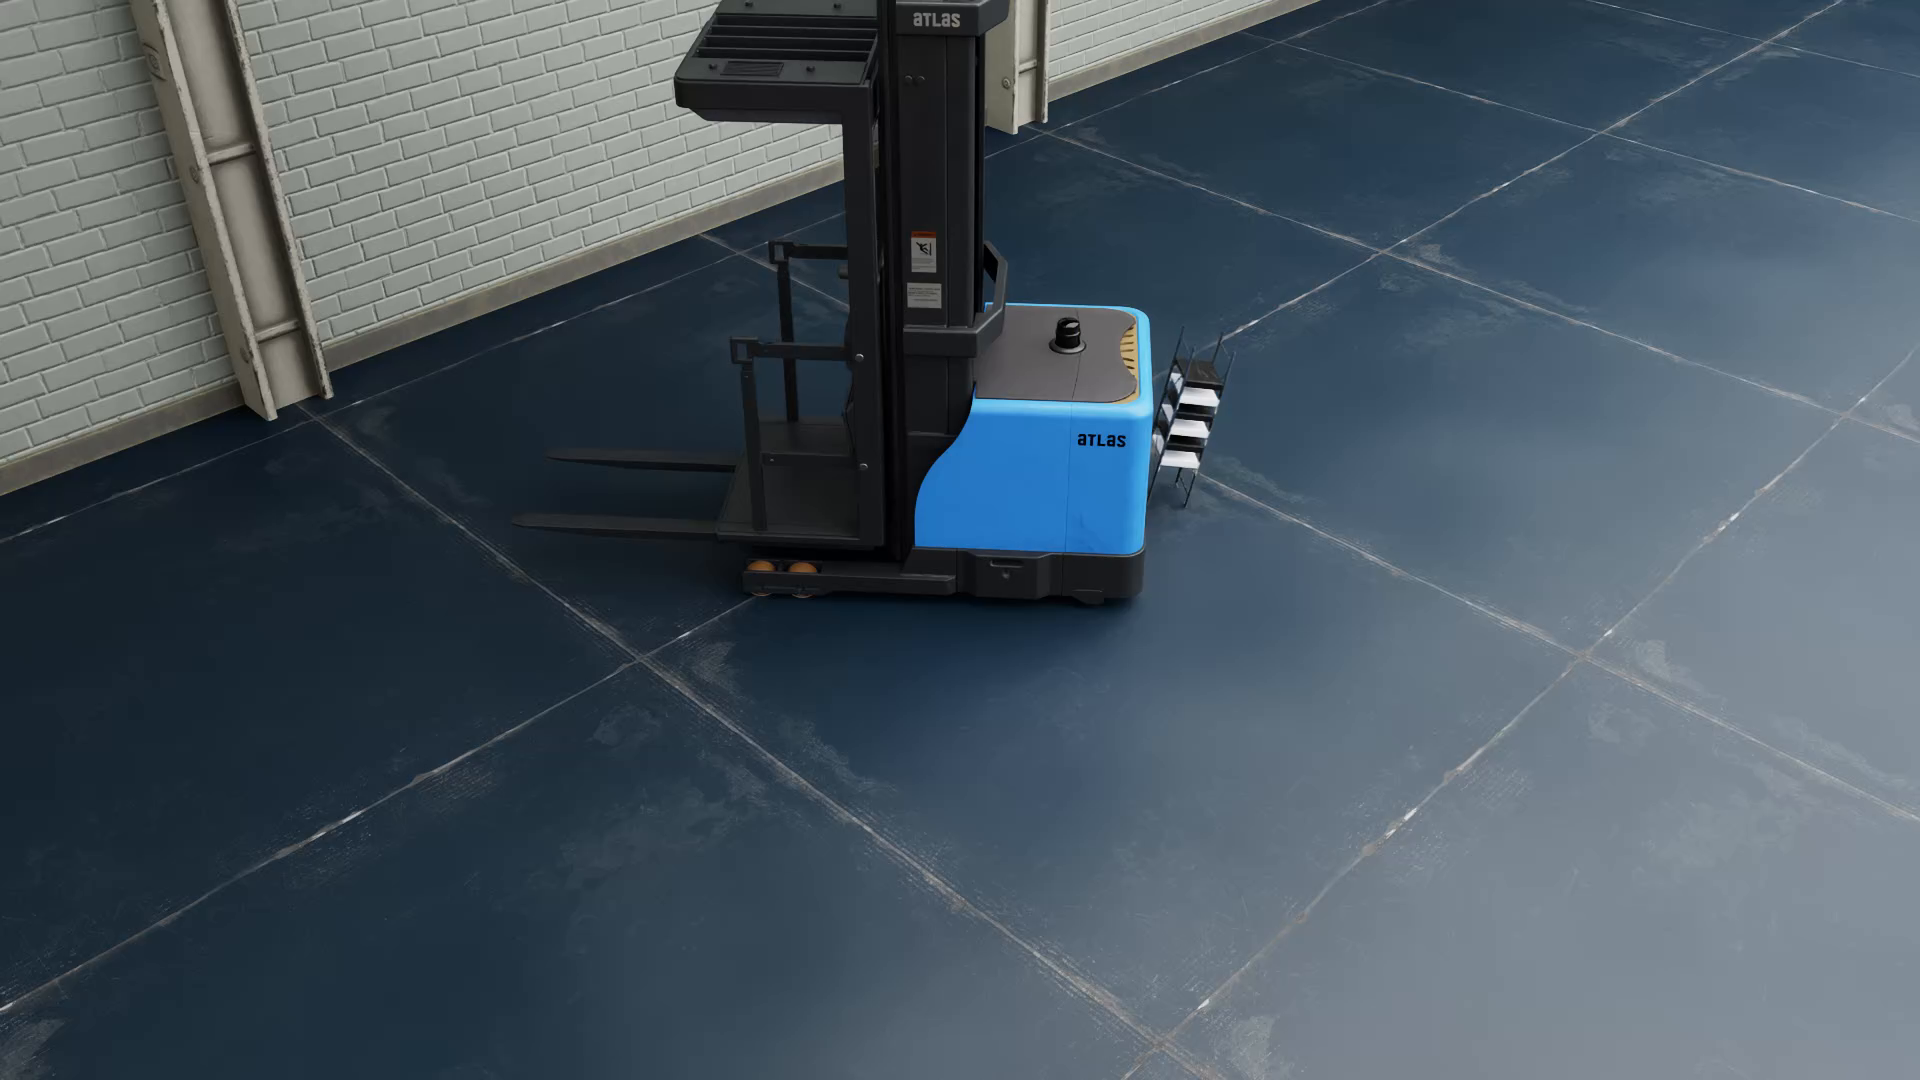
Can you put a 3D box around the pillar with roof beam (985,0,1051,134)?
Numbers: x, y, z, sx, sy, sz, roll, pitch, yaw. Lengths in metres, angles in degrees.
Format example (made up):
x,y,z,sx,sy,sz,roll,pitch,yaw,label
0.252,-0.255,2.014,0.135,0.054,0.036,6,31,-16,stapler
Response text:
x,y,z,sx,sy,sz,roll,pitch,yaw,label
3.490,-5.190,7.825,9.100,9.000,0.400,30,45,35,pillar with roof beam

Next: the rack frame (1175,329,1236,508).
x,y,z,sx,sy,sz,roll,pitch,yaw,label
1.223,-0.601,8.337,0.006,0.900,0.240,5,34,-12,rack frame

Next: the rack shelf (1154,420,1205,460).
x,y,z,sx,sy,sz,roll,pitch,yaw,label
1.101,-0.509,8.383,0.200,0.077,0.258,5,34,-12,rack shelf

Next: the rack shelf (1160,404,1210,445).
x,y,z,sx,sy,sz,roll,pitch,yaw,label
1.118,-0.583,8.335,0.200,0.077,0.258,5,34,-12,rack shelf

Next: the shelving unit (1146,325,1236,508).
x,y,z,sx,sy,sz,roll,pitch,yaw,label
1.124,-0.610,8.316,0.210,0.900,0.258,5,34,-12,shelving unit

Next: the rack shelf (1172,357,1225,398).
x,y,z,sx,sy,sz,roll,pitch,yaw,label
1.169,-0.804,8.188,0.200,0.077,0.258,5,34,-12,rack shelf

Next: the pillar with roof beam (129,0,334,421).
x,y,z,sx,sy,sz,roll,pitch,yaw,label
-0.738,-2.754,4.333,9.100,9.000,0.400,30,45,35,pillar with roof beam

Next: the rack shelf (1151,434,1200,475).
x,y,z,sx,sy,sz,roll,pitch,yaw,label
1.084,-0.435,8.432,0.200,0.077,0.258,5,34,-12,rack shelf

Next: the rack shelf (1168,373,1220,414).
x,y,z,sx,sy,sz,roll,pitch,yaw,label
1.152,-0.730,8.237,0.200,0.077,0.258,5,34,-12,rack shelf

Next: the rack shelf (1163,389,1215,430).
x,y,z,sx,sy,sz,roll,pitch,yaw,label
1.135,-0.656,8.286,0.200,0.077,0.258,5,34,-12,rack shelf

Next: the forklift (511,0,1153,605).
x,y,z,sx,sy,sz,roll,pitch,yaw,label
-0.623,-1.228,7.448,3.031,2.935,1.130,2,35,3,forklift

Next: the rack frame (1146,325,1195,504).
x,y,z,sx,sy,sz,roll,pitch,yaw,label
1.025,-0.619,8.296,0.006,0.900,0.240,5,34,-12,rack frame
